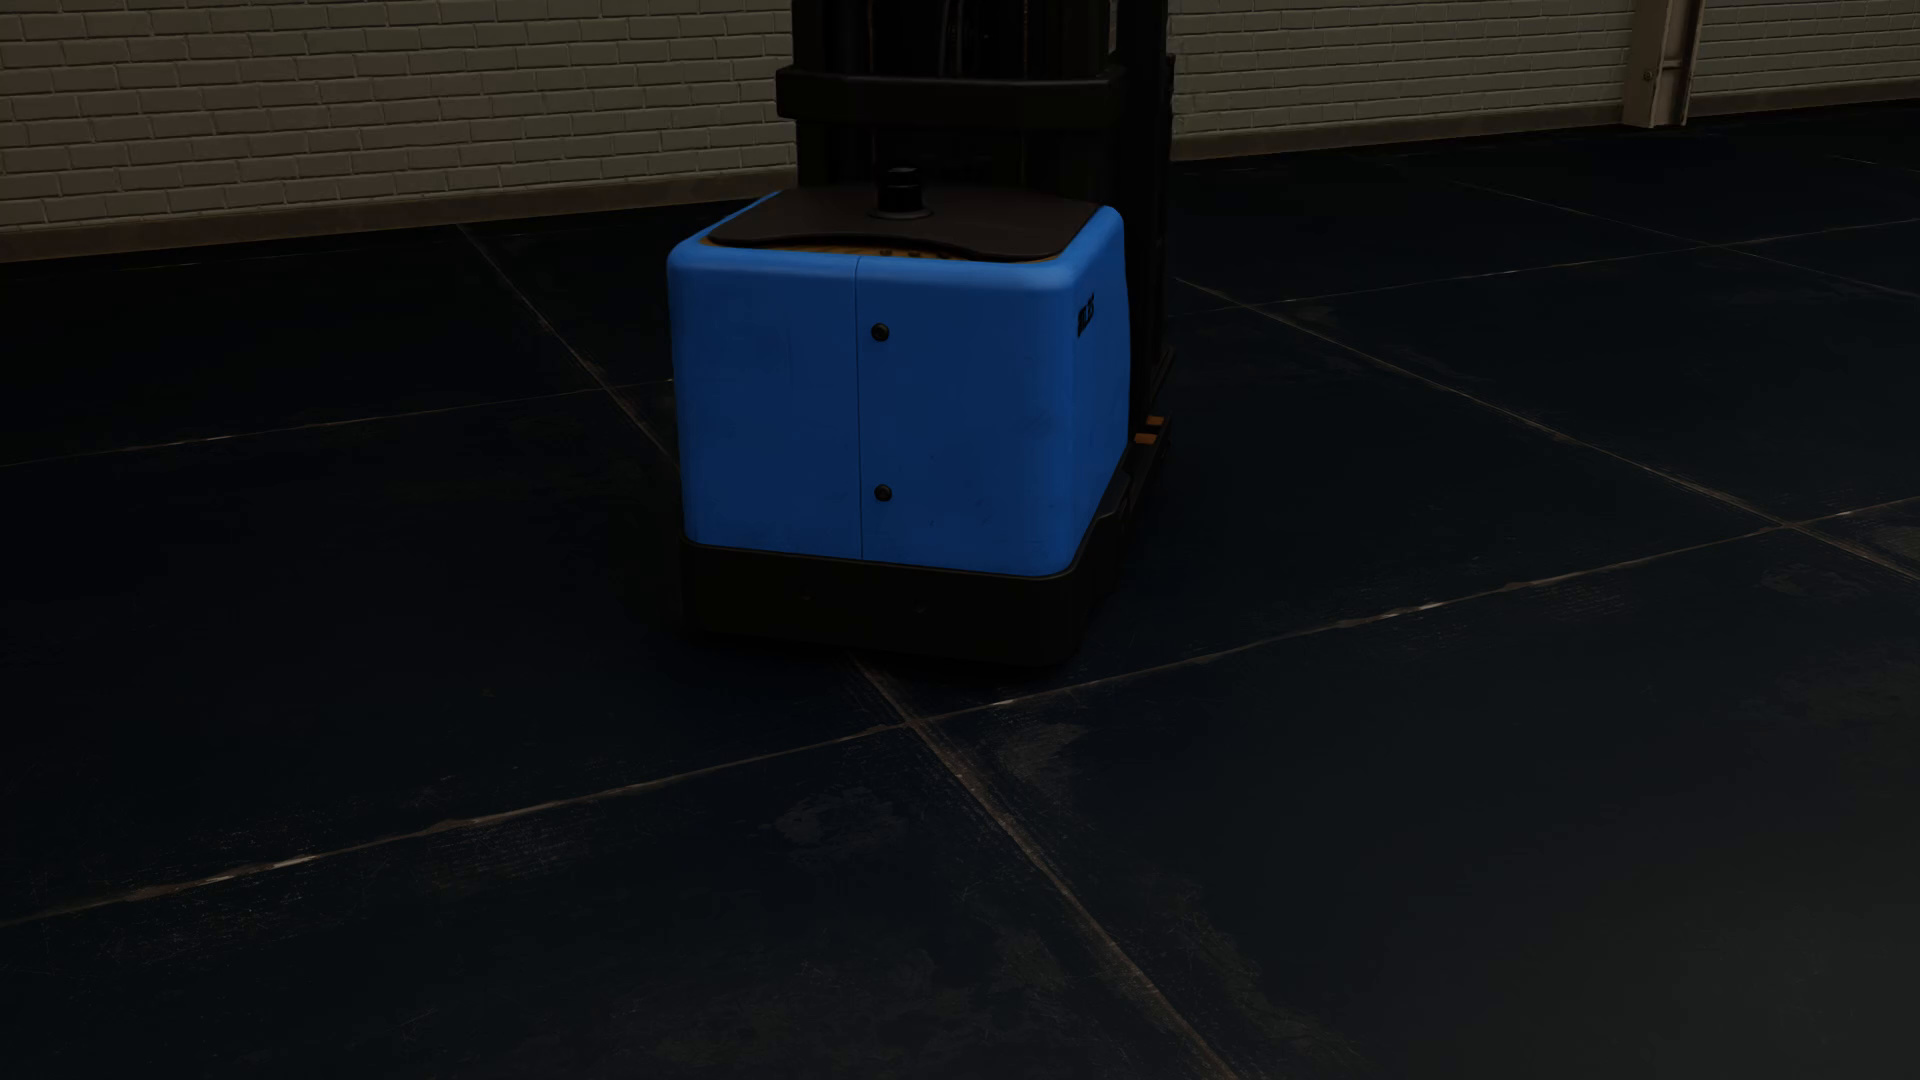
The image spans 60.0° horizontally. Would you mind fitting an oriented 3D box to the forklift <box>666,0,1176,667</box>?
[{"bbox_3d":[0.115,-1.573,5.074,1.130,2.935,3.031,5,23,13],"label":"forklift"}]
